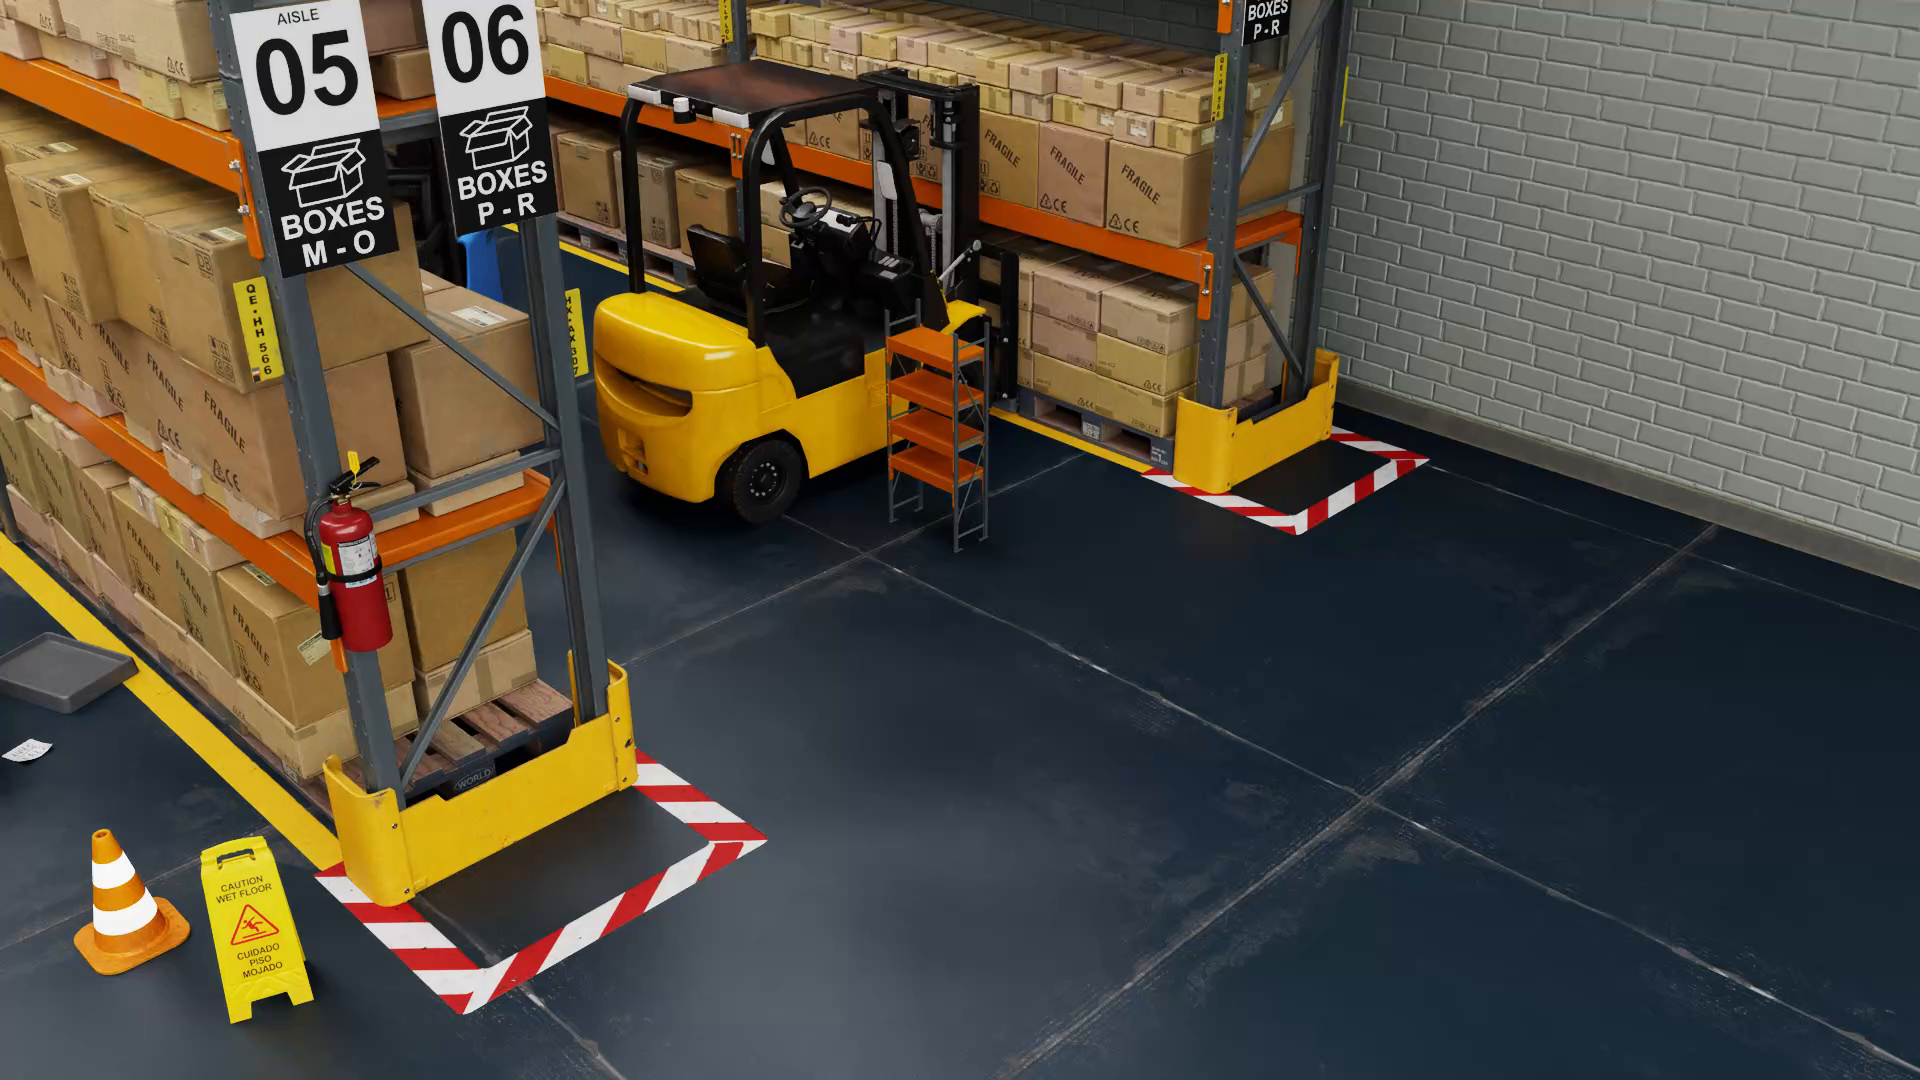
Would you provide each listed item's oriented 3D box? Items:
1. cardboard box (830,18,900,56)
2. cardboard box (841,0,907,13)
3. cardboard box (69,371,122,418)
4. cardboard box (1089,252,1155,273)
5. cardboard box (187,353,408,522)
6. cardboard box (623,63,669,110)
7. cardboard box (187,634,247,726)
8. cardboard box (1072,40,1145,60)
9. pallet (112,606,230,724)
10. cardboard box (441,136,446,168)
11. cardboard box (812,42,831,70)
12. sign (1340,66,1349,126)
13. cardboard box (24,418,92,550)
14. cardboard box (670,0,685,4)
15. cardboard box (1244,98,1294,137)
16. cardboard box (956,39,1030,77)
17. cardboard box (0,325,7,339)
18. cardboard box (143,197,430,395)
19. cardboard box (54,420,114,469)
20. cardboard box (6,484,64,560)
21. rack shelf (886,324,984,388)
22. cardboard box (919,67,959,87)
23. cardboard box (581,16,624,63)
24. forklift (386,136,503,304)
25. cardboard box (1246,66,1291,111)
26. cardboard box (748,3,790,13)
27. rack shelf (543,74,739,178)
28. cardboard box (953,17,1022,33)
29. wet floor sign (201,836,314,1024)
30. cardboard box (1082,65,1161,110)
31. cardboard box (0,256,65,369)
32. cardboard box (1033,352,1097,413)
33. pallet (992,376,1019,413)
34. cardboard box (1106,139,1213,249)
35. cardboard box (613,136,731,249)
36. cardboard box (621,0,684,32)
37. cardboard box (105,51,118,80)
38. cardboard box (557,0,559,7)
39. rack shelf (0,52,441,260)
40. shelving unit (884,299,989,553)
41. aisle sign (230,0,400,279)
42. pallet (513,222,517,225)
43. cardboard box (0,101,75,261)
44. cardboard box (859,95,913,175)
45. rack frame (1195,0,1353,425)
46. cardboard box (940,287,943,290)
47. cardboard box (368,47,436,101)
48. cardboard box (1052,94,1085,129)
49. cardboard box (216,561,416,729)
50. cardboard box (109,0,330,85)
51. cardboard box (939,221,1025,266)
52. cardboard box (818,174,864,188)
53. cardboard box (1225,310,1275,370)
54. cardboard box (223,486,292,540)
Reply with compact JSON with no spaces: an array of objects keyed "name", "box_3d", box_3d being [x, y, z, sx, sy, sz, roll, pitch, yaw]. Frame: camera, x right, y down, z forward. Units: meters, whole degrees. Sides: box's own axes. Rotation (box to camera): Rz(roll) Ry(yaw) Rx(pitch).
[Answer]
[{"name":"cardboard box","box_3d":[-0.589,-3.141,10.376,0.380,0.149,0.250,-24,36,-38]},{"name":"cardboard box","box_3d":[-0.569,-3.497,11.054,0.250,0.149,0.380,23,36,37]},{"name":"cardboard box","box_3d":[-3.531,-0.671,7.074,0.250,0.149,0.380,24,36,38]},{"name":"cardboard box","box_3d":[1.125,-1.621,10.040,0.500,0.250,0.500,25,36,38]},{"name":"cardboard box","box_3d":[-2.363,-0.442,5.940,0.500,0.500,0.500,24,36,38]},{"name":"cardboard box","box_3d":[-2.063,-3.307,11.978,0.500,0.250,0.500,24,36,38]},{"name":"cardboard box","box_3d":[-2.912,0.505,7.070,0.500,0.250,0.500,25,37,39]},{"name":"cardboard box","box_3d":[0.872,-2.814,9.754,0.380,0.149,0.250,-24,36,-38]},{"name":"pallet","box_3d":[-3.258,0.354,7.849,1.213,0.211,1.003,25,36,38]},{"name":"cardboard box","box_3d":[-4.463,-3.585,14.580,0.500,0.500,0.500,-24,36,-38]},{"name":"cardboard box","box_3d":[-0.724,-3.114,10.645,0.250,0.149,0.380,24,36,38]},{"name":"sign","box_3d":[2.088,-2.429,9.131,0.005,0.325,0.100,25,36,38]},{"name":"cardboard box","box_3d":[-4.014,-0.333,7.858,0.500,0.500,0.500,-24,36,-37]},{"name":"cardboard box","box_3d":[-1.947,-4.004,12.337,0.250,0.149,0.380,25,36,38]},{"name":"cardboard box","box_3d":[1.634,-2.357,9.205,0.250,0.149,0.380,23,36,37]},{"name":"cardboard box","box_3d":[0.193,-2.837,9.799,0.380,0.149,0.250,-25,36,-38]},{"name":"cardboard box","box_3d":[-4.419,-1.100,7.888,0.380,0.149,0.250,-24,36,-38]},{"name":"cardboard box","box_3d":[-2.300,-0.893,5.724,0.500,0.500,0.700,24,36,37]},{"name":"cardboard box","box_3d":[-3.795,-0.476,7.433,0.380,0.149,0.250,-23,35,-36]},{"name":"cardboard box","box_3d":[-4.404,-0.172,8.357,0.500,0.250,0.500,23,35,36]},{"name":"rack shelf","box_3d":[-0.118,-0.933,8.391,0.480,0.148,0.258,25,36,38]},{"name":"cardboard box","box_3d":[-0.027,-2.763,9.977,0.250,0.149,0.380,24,36,37]},{"name":"cardboard box","box_3d":[-2.420,-3.698,12.184,0.500,0.250,0.500,-24,36,-38]},{"name":"forklift","box_3d":[-3.367,-1.771,8.969,1.130,2.935,3.031,-2,28,-3]},{"name":"cardboard box","box_3d":[1.605,-2.472,9.104,0.250,0.149,0.380,24,36,37]},{"name":"cardboard box","box_3d":[-1.258,-3.651,11.666,0.250,0.149,0.380,24,36,37]},{"name":"rack shelf","box_3d":[-2.584,-3.468,12.895,4.000,0.370,1.077,25,36,38]},{"name":"cardboard box","box_3d":[0.172,-3.164,10.421,0.250,0.149,0.380,24,36,38]},{"name":"wet floor sign","box_3d":[-2.398,1.279,5.624,0.267,0.644,0.232,-13,30,-22]},{"name":"cardboard box","box_3d":[0.888,-2.485,9.129,0.380,0.149,0.250,-24,36,-38]},{"name":"cardboard box","box_3d":[-3.794,-1.101,7.194,0.500,0.500,0.500,24,36,38]},{"name":"cardboard box","box_3d":[0.790,-1.011,9.954,0.500,0.250,0.500,25,36,38]},{"name":"pallet","box_3d":[0.254,-1.228,10.859,1.213,0.211,1.003,25,36,38]},{"name":"cardboard box","box_3d":[1.159,-1.946,9.121,0.500,0.500,0.500,24,36,37]},{"name":"cardboard box","box_3d":[-2.086,-2.691,12.745,0.625,0.625,0.875,24,36,38]},{"name":"cardboard box","box_3d":[-2.172,-3.720,11.798,0.250,0.149,0.380,23,36,37]},{"name":"cardboard box","box_3d":[-2.734,-1.693,5.794,0.250,0.149,0.380,25,37,39]},{"name":"cardboard box","box_3d":[-2.809,-4.098,12.516,0.250,0.149,0.380,25,36,38]},{"name":"rack shelf","box_3d":[-3.209,-1.842,6.580,4.000,0.370,1.077,25,36,38]},{"name":"shelving unit","box_3d":[-0.118,-0.585,8.573,0.503,1.200,0.258,25,36,38]},{"name":"aisle sign","box_3d":[-1.942,-1.214,5.043,0.004,0.787,0.394,25,36,38]},{"name":"pallet","box_3d":[-3.451,-2.923,14.082,1.213,0.211,1.003,25,36,38]},{"name":"cardboard box","box_3d":[-3.786,-1.541,6.957,0.500,0.500,0.700,24,36,37]},{"name":"cardboard box","box_3d":[-0.280,-2.617,10.397,0.500,0.500,0.500,24,36,38]},{"name":"rack frame","box_3d":[1.694,-1.829,9.005,0.127,3.000,1.000,25,36,38]},{"name":"cardboard box","box_3d":[0.041,-1.567,10.473,0.500,0.250,0.500,24,36,38]},{"name":"cardboard box","box_3d":[-1.792,-1.613,5.641,0.250,0.149,0.380,25,36,38]},{"name":"cardboard box","box_3d":[0.737,-2.443,9.369,0.250,0.149,0.380,24,36,38]},{"name":"cardboard box","box_3d":[-2.537,0.344,6.570,0.500,0.500,0.500,25,37,39]},{"name":"cardboard box","box_3d":[-2.337,-1.651,5.285,0.500,0.250,0.500,24,36,38]},{"name":"cardboard box","box_3d":[0.056,-1.781,10.342,0.500,0.250,0.500,24,36,37]},{"name":"cardboard box","box_3d":[-0.672,-2.449,11.613,0.500,0.250,0.500,-24,36,-38]},{"name":"cardboard box","box_3d":[1.505,-1.241,9.853,0.500,0.250,0.500,-25,36,-38]},{"name":"cardboard box","box_3d":[-2.458,-0.166,6.112,0.250,0.149,0.380,24,36,38]}]
